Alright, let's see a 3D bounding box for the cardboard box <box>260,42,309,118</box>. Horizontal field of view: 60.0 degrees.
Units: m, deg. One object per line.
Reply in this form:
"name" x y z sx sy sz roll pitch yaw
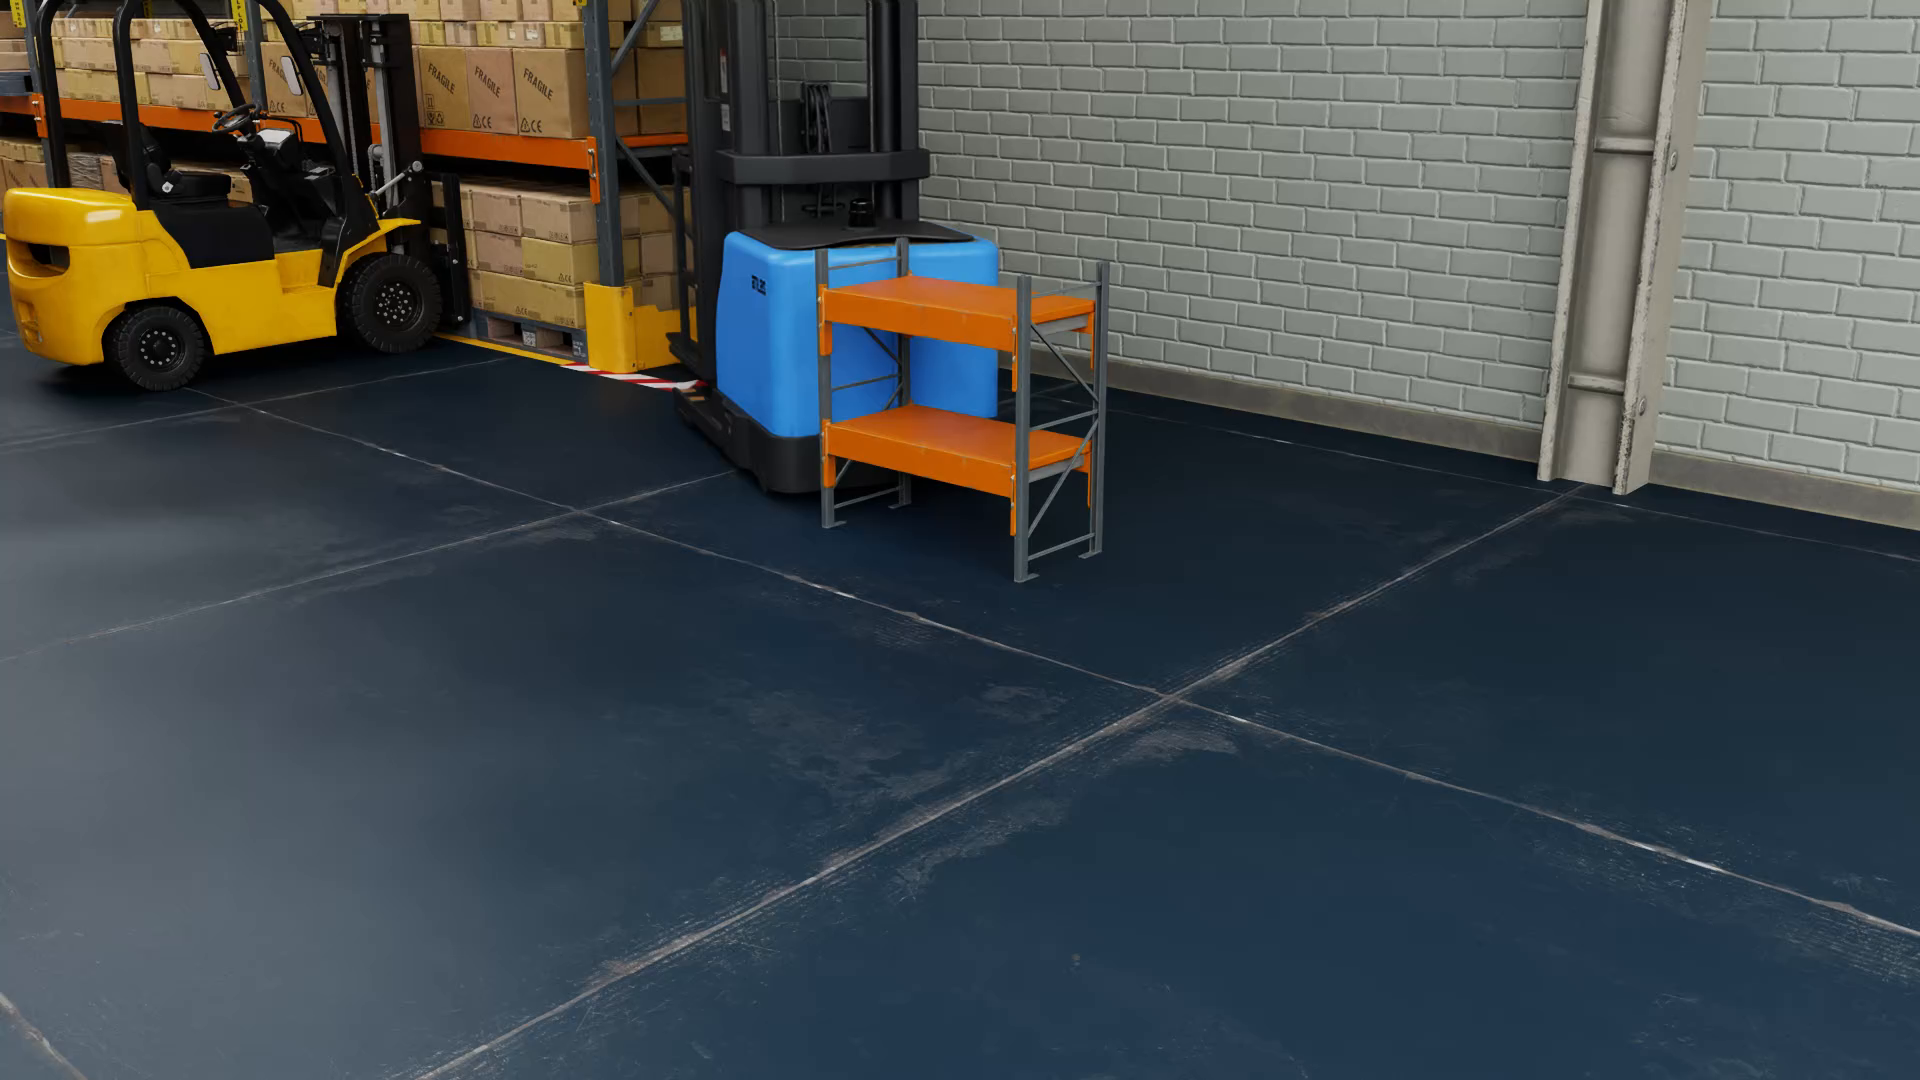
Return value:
"cardboard box" -4.559 -3.262 11.766 0.500 0.500 0.500 14 22 38

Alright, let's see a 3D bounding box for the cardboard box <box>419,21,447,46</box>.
"cardboard box" -3.147 -3.174 10.418 0.250 0.149 0.380 15 23 40

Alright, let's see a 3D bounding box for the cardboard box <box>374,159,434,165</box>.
"cardboard box" -4.221 -2.674 12.276 0.500 0.250 0.500 16 23 40

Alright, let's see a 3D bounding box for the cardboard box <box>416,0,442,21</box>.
"cardboard box" -3.155 -3.316 10.372 0.250 0.149 0.380 16 23 40

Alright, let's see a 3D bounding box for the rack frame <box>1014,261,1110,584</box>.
"rack frame" 0.375 -0.435 6.124 0.032 1.125 0.500 15 23 39

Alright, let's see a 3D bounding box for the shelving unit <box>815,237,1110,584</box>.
"shelving unit" -0.005 -0.538 6.446 1.048 1.125 0.538 15 23 39

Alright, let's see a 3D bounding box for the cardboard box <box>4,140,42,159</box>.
"cardboard box" -8.639 -3.636 15.476 0.250 0.149 0.380 14 22 37

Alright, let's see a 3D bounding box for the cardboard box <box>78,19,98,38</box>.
"cardboard box" -7.053 -4.243 13.785 0.250 0.149 0.380 15 23 40

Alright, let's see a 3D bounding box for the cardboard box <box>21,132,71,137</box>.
"cardboard box" -9.069 -3.970 16.529 0.250 0.149 0.380 14 22 37

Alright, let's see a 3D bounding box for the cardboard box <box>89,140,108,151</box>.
"cardboard box" -7.892 -3.659 15.547 0.250 0.149 0.380 17 24 42

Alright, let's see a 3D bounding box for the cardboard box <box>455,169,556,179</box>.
"cardboard box" -3.081 -2.372 11.324 0.500 0.250 0.500 14 23 38

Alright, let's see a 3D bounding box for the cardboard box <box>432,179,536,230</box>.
"cardboard box" -3.047 -2.148 10.619 0.500 0.250 0.500 15 23 40

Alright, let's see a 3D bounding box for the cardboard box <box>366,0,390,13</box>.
"cardboard box" -3.660 -3.489 10.918 0.250 0.149 0.380 15 23 39

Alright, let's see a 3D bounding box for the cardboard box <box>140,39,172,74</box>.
"cardboard box" -6.023 -3.776 12.972 0.500 0.250 0.500 16 23 40

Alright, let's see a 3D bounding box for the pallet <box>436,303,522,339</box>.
"pallet" -3.234 -1.619 11.365 1.213 0.211 1.003 15 23 39

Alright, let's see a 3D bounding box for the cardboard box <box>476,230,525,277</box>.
"cardboard box" -2.665 -1.817 10.404 0.500 0.250 0.500 15 23 39

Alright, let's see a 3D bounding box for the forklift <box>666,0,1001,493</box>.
"forklift" -0.833 -1.998 8.063 1.130 2.935 3.031 -7 19 -21

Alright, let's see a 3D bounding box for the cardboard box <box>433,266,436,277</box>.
"cardboard box" -3.424 -1.776 11.099 0.500 0.250 0.500 16 24 41

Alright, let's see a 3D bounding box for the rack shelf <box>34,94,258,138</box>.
"rack shelf" -6.213 -3.421 13.622 4.000 0.370 1.077 15 23 39

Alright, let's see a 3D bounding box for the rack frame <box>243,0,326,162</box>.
"rack frame" -4.717 -3.363 12.248 0.127 3.000 1.000 15 23 39

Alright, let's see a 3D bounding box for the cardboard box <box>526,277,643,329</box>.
"cardboard box" -2.287 -1.472 10.142 0.500 0.250 0.500 15 23 40

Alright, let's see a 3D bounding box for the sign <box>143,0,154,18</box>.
"sign" -7.343 -4.844 15.001 0.005 0.325 0.100 15 23 39

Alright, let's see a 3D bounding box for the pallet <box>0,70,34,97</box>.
"pallet" -8.263 -4.194 15.187 1.003 0.211 1.213 15 23 39

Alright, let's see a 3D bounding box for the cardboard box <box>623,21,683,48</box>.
"cardboard box" -1.807 -3.043 10.004 0.250 0.149 0.380 14 23 38

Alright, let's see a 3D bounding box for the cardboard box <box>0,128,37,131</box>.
"cardboard box" -9.637 -4.134 17.045 0.250 0.149 0.380 14 22 37

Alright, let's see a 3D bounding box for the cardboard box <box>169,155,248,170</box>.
"cardboard box" -6.254 -2.841 13.837 0.625 0.625 0.875 14 22 37

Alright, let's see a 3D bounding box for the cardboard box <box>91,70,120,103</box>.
"cardboard box" -6.777 -3.746 13.704 0.500 0.250 0.500 14 22 38

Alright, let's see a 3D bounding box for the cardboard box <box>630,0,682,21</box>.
"cardboard box" -1.835 -3.174 9.924 0.250 0.149 0.380 14 23 38

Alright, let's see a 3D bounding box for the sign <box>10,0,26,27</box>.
"sign" -8.062 -4.555 14.223 0.005 0.325 0.100 15 23 39

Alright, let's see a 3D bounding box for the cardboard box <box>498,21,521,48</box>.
"cardboard box" -2.535 -3.033 9.972 0.250 0.149 0.380 16 23 40

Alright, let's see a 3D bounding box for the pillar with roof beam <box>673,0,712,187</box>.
"pillar with roof beam" -4.506 -4.789 6.824 0.400 9.000 9.100 15 23 39

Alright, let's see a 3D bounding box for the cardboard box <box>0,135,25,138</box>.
"cardboard box" -9.220 -3.798 15.986 0.250 0.149 0.380 14 22 37

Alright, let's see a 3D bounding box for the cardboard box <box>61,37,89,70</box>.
"cardboard box" -7.166 -4.087 13.953 0.500 0.250 0.500 16 24 41

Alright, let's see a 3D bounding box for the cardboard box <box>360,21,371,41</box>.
"cardboard box" -3.715 -3.332 10.915 0.250 0.149 0.380 14 22 38

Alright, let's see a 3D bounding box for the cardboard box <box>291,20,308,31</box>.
"cardboard box" -4.459 -3.544 11.583 0.250 0.149 0.380 16 23 41

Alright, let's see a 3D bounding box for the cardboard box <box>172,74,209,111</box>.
"cardboard box" -5.648 -3.433 12.717 0.500 0.250 0.500 15 23 39

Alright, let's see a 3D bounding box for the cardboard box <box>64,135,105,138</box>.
"cardboard box" -8.454 -3.826 16.073 0.250 0.149 0.380 14 22 37

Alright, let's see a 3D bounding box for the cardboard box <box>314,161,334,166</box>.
"cardboard box" -4.564 -2.561 11.920 0.500 0.250 0.500 15 23 38

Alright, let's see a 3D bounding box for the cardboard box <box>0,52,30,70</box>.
"cardboard box" -8.455 -4.291 14.895 0.250 0.149 0.380 16 23 40

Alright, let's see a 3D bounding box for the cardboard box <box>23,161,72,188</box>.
"cardboard box" -8.168 -3.211 15.208 0.500 0.500 0.500 16 24 41

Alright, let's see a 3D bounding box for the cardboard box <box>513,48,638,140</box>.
"cardboard box" -2.268 -2.646 9.826 0.500 0.500 0.500 14 23 38

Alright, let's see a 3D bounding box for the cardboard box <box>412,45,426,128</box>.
"cardboard box" -3.417 -2.954 10.796 0.500 0.500 0.500 15 23 40

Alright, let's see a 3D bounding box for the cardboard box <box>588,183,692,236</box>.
"cardboard box" -1.960 -2.065 10.358 0.500 0.250 0.500 15 23 38

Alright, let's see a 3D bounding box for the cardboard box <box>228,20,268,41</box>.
"cardboard box" -5.120 -3.738 12.193 0.250 0.149 0.380 16 24 41

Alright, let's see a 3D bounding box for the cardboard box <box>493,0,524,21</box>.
"cardboard box" -2.552 -3.171 9.916 0.250 0.149 0.380 16 23 40

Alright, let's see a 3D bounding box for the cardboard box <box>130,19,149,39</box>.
"cardboard box" -6.345 -4.023 13.093 0.250 0.149 0.380 14 23 38

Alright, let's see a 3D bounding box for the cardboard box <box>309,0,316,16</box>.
"cardboard box" -4.224 -3.649 11.421 0.250 0.149 0.380 14 23 38

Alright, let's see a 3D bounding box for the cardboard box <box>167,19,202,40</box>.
"cardboard box" -5.758 -3.869 12.607 0.250 0.149 0.380 14 22 38
